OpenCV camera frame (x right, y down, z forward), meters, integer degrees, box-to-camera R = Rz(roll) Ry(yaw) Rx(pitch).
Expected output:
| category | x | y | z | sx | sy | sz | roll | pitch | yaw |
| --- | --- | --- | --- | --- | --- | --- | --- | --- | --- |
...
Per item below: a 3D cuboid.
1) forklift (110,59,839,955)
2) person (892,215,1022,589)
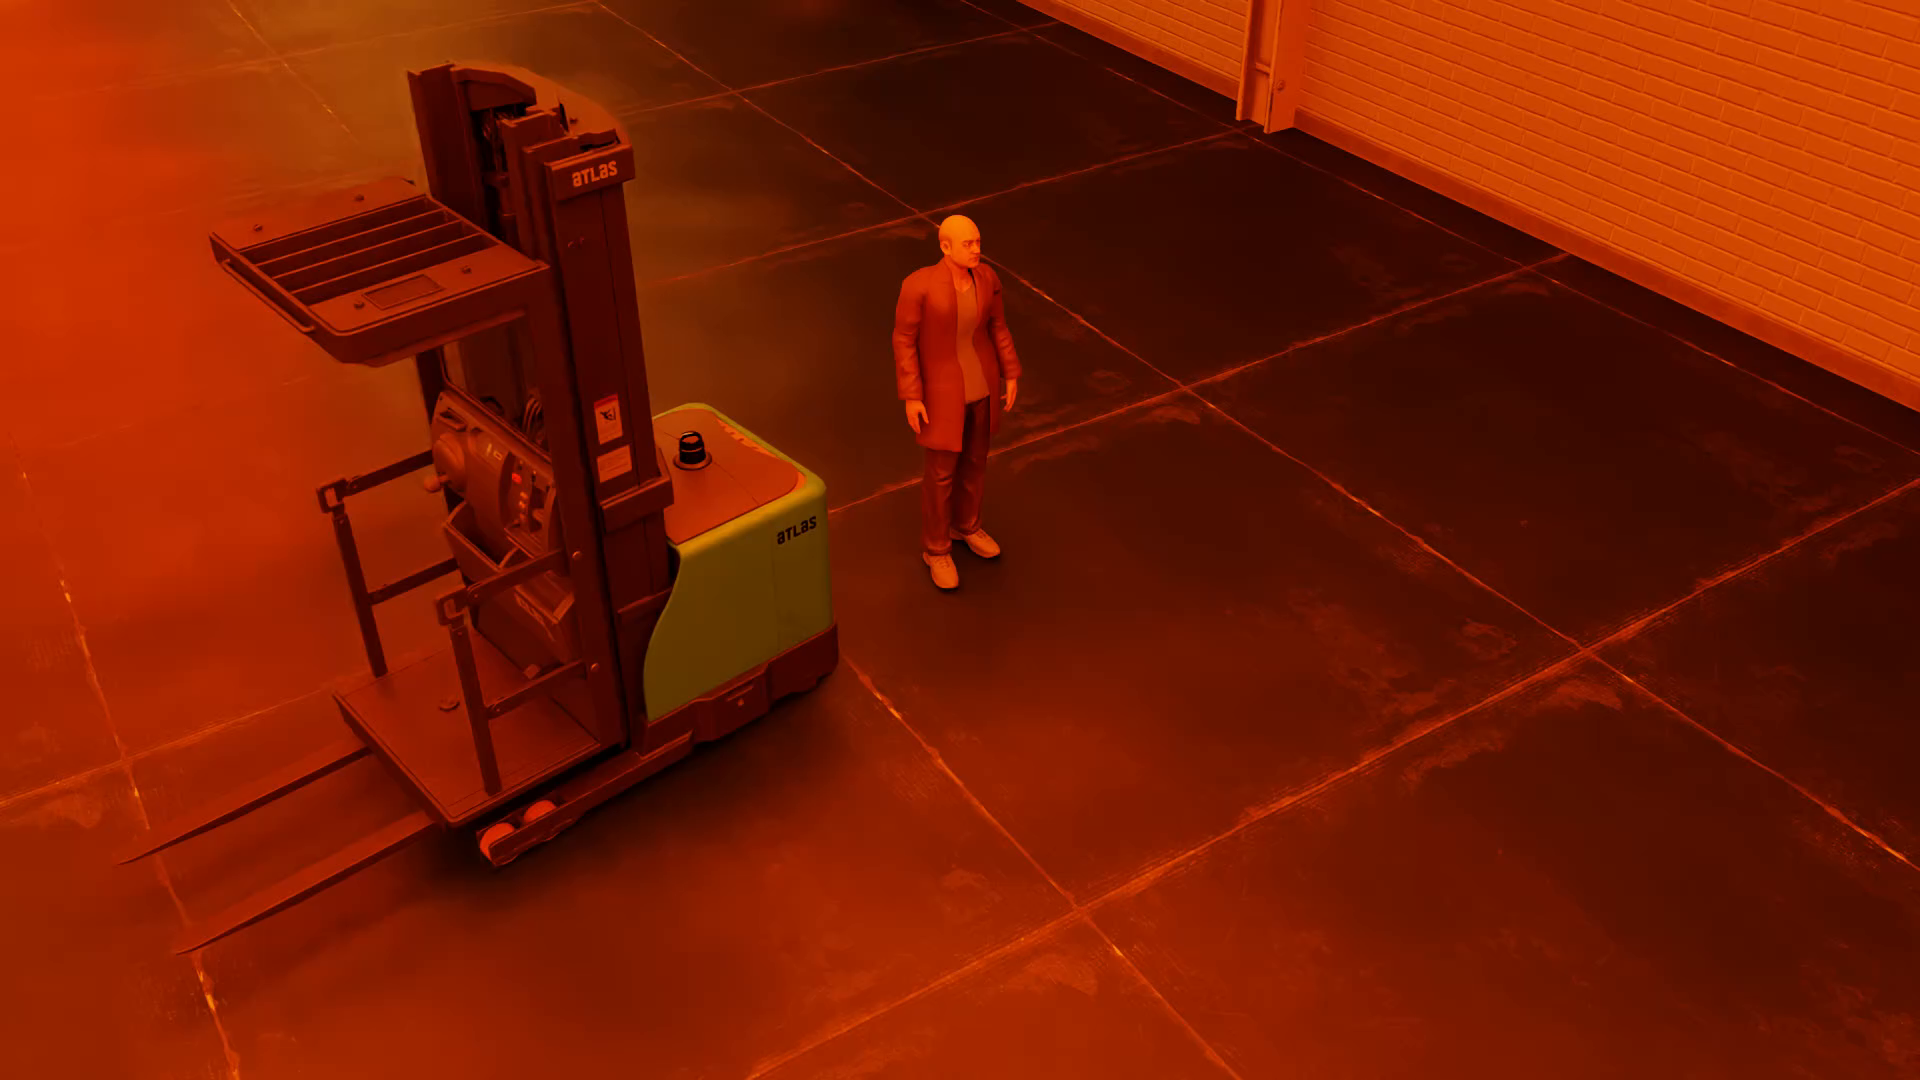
| category | x | y | z | sx | sy | sz | roll | pitch | yaw |
| --- | --- | --- | --- | --- | --- | --- | --- | --- | --- |
| forklift | -1.997 | -0.213 | 6.451 | 3.031 | 2.935 | 1.130 | -27 | 43 | -33 |
| person | 0.046 | -0.688 | 8.118 | 0.696 | 1.775 | 0.582 | -21 | 40 | -27 |
